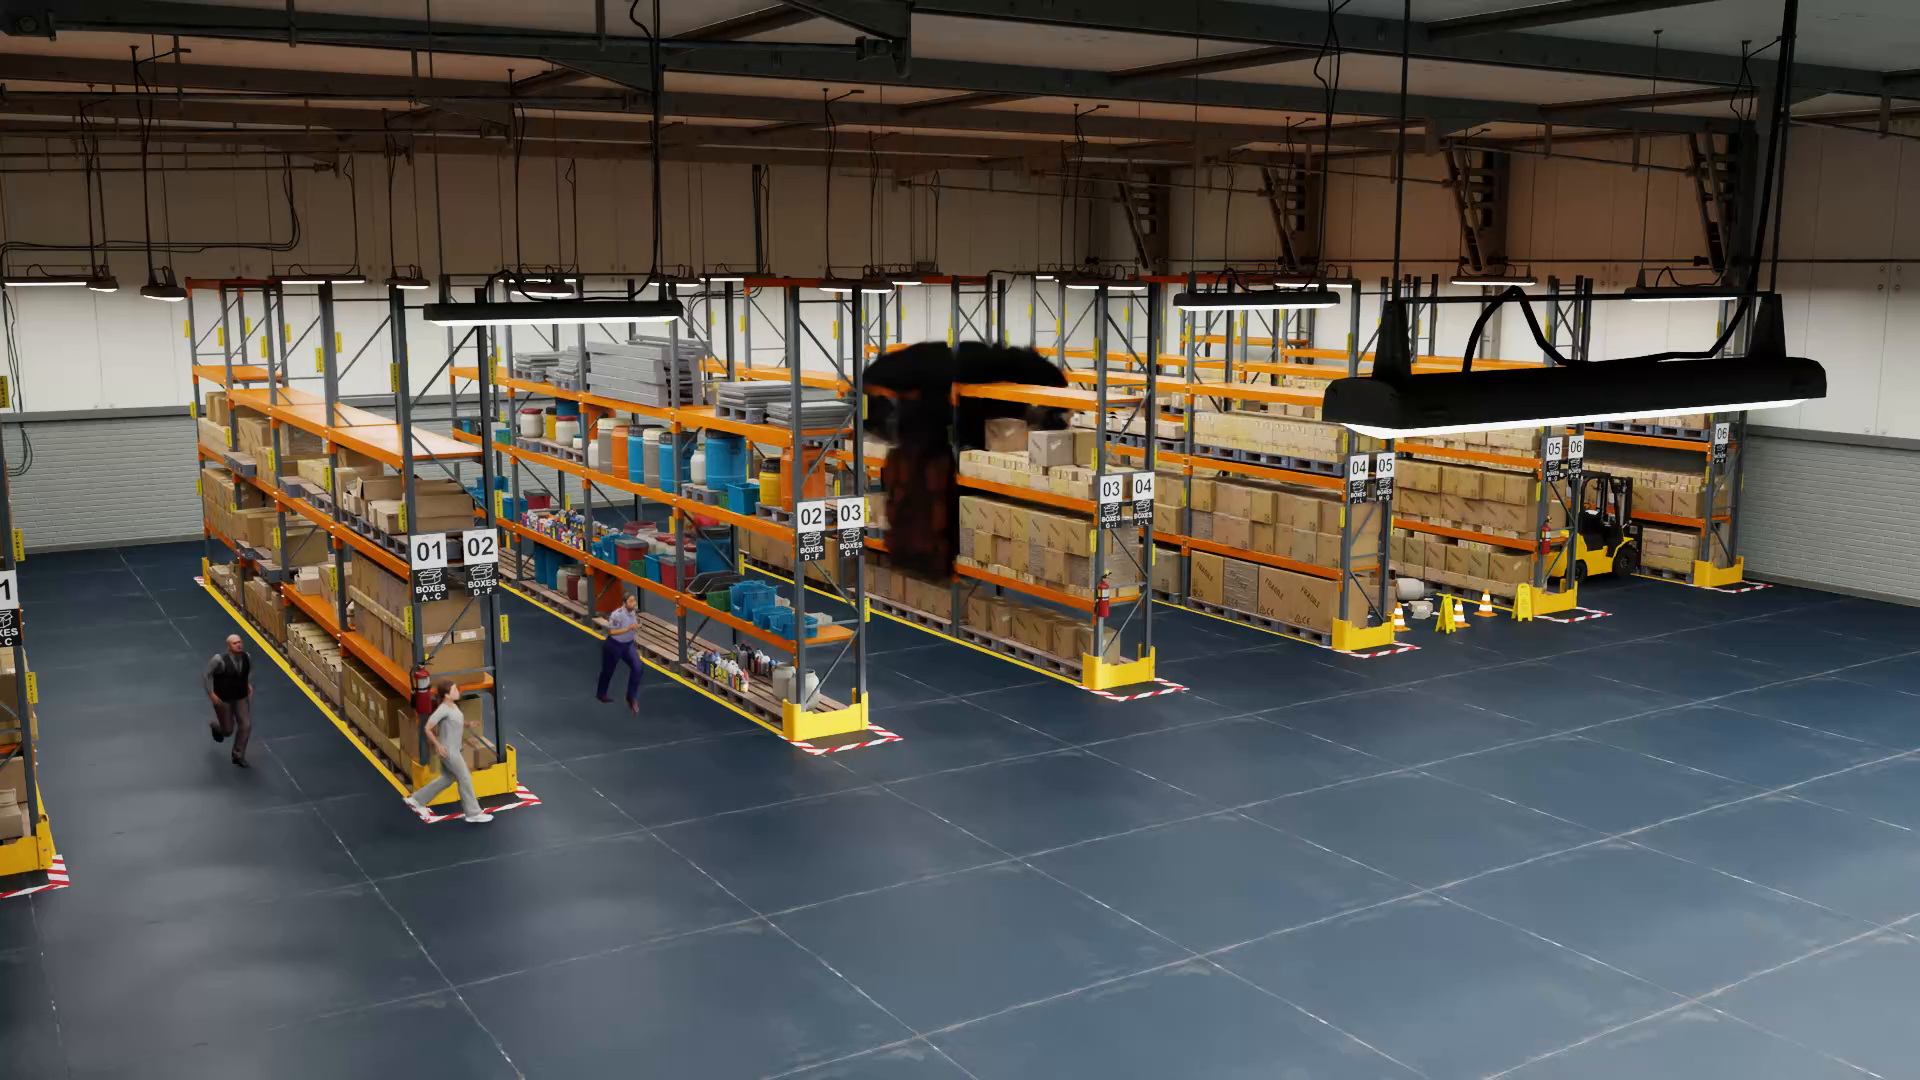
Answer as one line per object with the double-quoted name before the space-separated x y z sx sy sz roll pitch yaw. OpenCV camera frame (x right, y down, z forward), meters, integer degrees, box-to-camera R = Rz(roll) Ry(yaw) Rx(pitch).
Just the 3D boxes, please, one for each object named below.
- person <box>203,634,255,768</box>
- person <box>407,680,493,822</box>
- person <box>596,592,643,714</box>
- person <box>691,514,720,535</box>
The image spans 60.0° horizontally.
"person" -9.279 2.016 21.131 0.808 1.701 0.672 8 12 40
"person" -5.772 2.381 18.705 0.943 1.652 0.565 -1 10 -6
"person" -4.627 1.534 22.635 0.866 1.692 0.590 7 12 35
"person" -4.617 0.087 30.749 0.664 1.689 0.546 -8 12 -40
